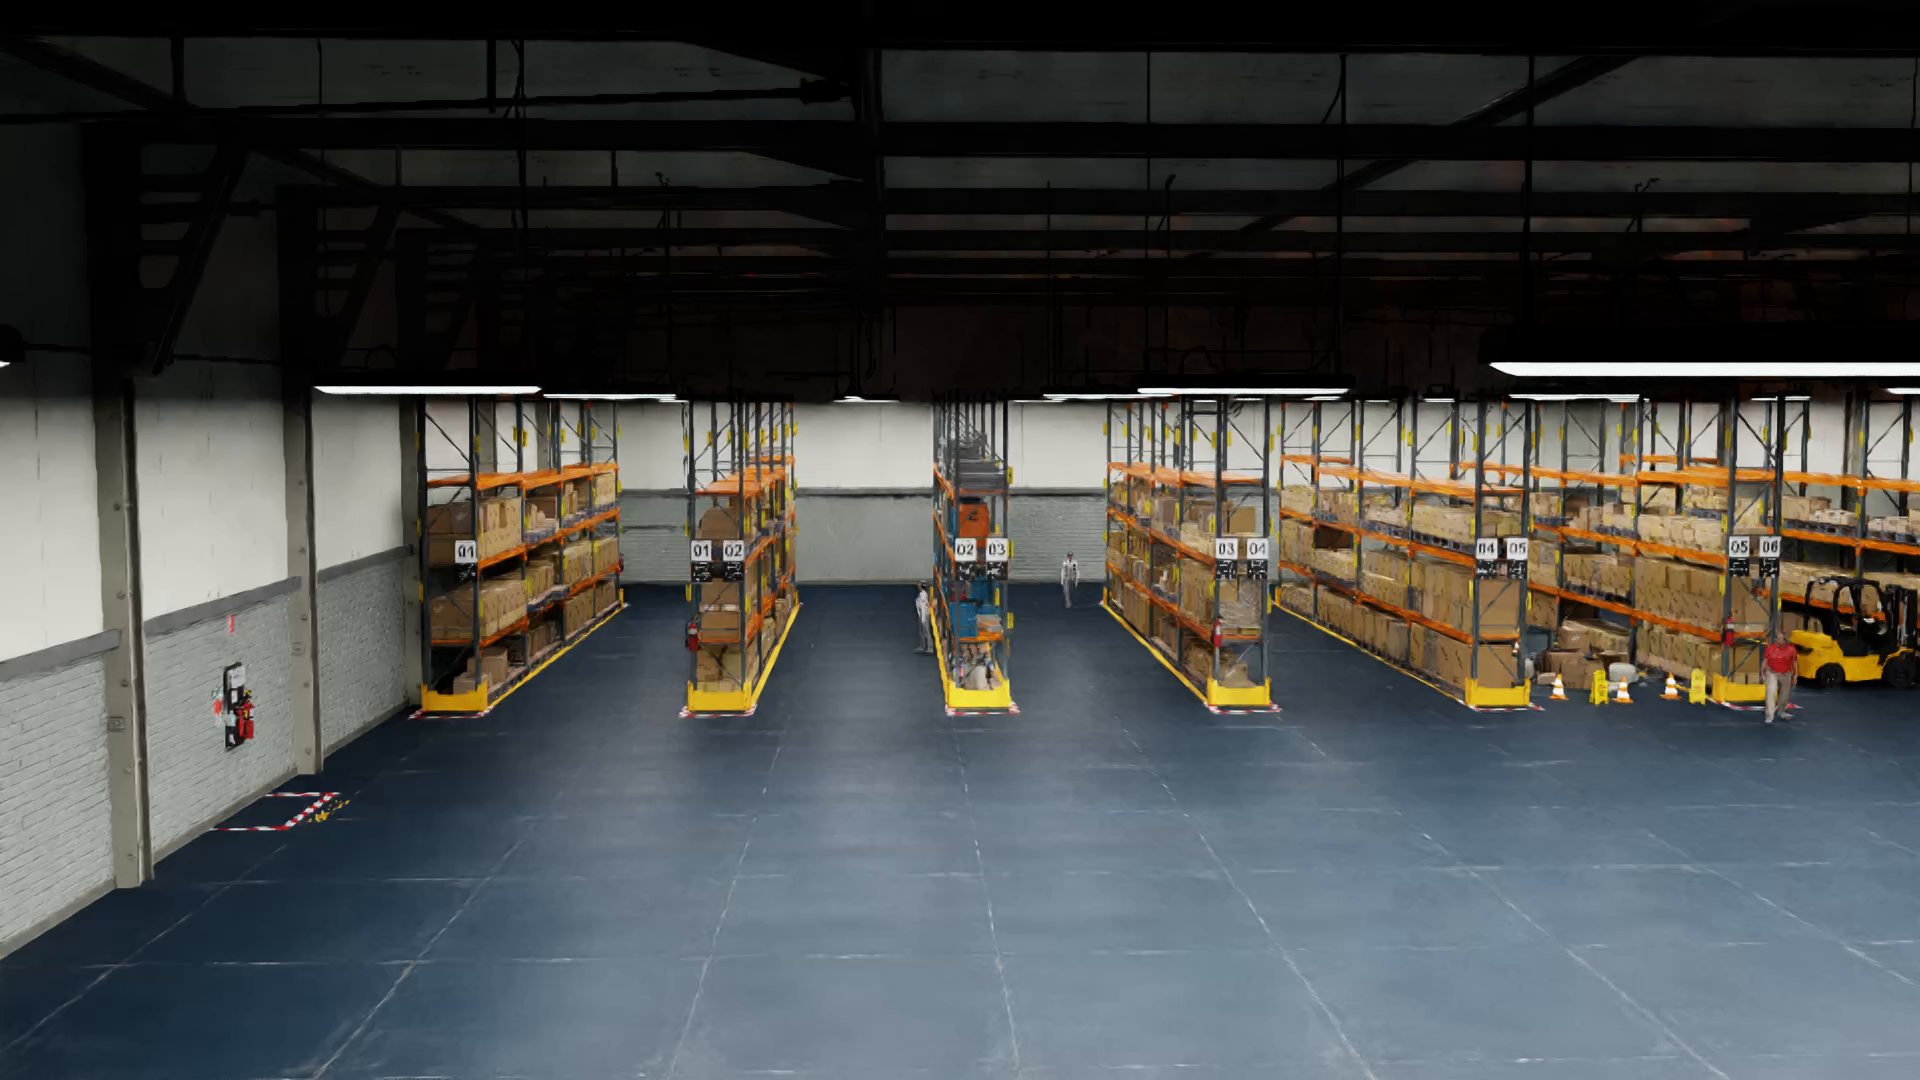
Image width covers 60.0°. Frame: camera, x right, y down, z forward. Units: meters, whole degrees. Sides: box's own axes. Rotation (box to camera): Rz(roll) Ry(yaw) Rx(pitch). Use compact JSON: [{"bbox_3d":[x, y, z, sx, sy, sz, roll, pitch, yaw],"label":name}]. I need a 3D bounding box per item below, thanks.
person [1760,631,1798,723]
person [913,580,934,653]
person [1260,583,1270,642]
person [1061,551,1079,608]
[{"bbox_3d":[14.765,2.446,29.971,0.584,1.667,0.982,2,5,20],"label":"person"},{"bbox_3d":[-0.846,1.758,38.377,0.486,1.666,0.653,0,5,1],"label":"person"},{"bbox_3d":[7.285,1.543,40.138,0.472,1.782,0.632,-2,5,-28],"label":"person"},{"bbox_3d":[3.102,1.098,46.767,0.488,1.587,1.089,0,5,-4],"label":"person"}]
